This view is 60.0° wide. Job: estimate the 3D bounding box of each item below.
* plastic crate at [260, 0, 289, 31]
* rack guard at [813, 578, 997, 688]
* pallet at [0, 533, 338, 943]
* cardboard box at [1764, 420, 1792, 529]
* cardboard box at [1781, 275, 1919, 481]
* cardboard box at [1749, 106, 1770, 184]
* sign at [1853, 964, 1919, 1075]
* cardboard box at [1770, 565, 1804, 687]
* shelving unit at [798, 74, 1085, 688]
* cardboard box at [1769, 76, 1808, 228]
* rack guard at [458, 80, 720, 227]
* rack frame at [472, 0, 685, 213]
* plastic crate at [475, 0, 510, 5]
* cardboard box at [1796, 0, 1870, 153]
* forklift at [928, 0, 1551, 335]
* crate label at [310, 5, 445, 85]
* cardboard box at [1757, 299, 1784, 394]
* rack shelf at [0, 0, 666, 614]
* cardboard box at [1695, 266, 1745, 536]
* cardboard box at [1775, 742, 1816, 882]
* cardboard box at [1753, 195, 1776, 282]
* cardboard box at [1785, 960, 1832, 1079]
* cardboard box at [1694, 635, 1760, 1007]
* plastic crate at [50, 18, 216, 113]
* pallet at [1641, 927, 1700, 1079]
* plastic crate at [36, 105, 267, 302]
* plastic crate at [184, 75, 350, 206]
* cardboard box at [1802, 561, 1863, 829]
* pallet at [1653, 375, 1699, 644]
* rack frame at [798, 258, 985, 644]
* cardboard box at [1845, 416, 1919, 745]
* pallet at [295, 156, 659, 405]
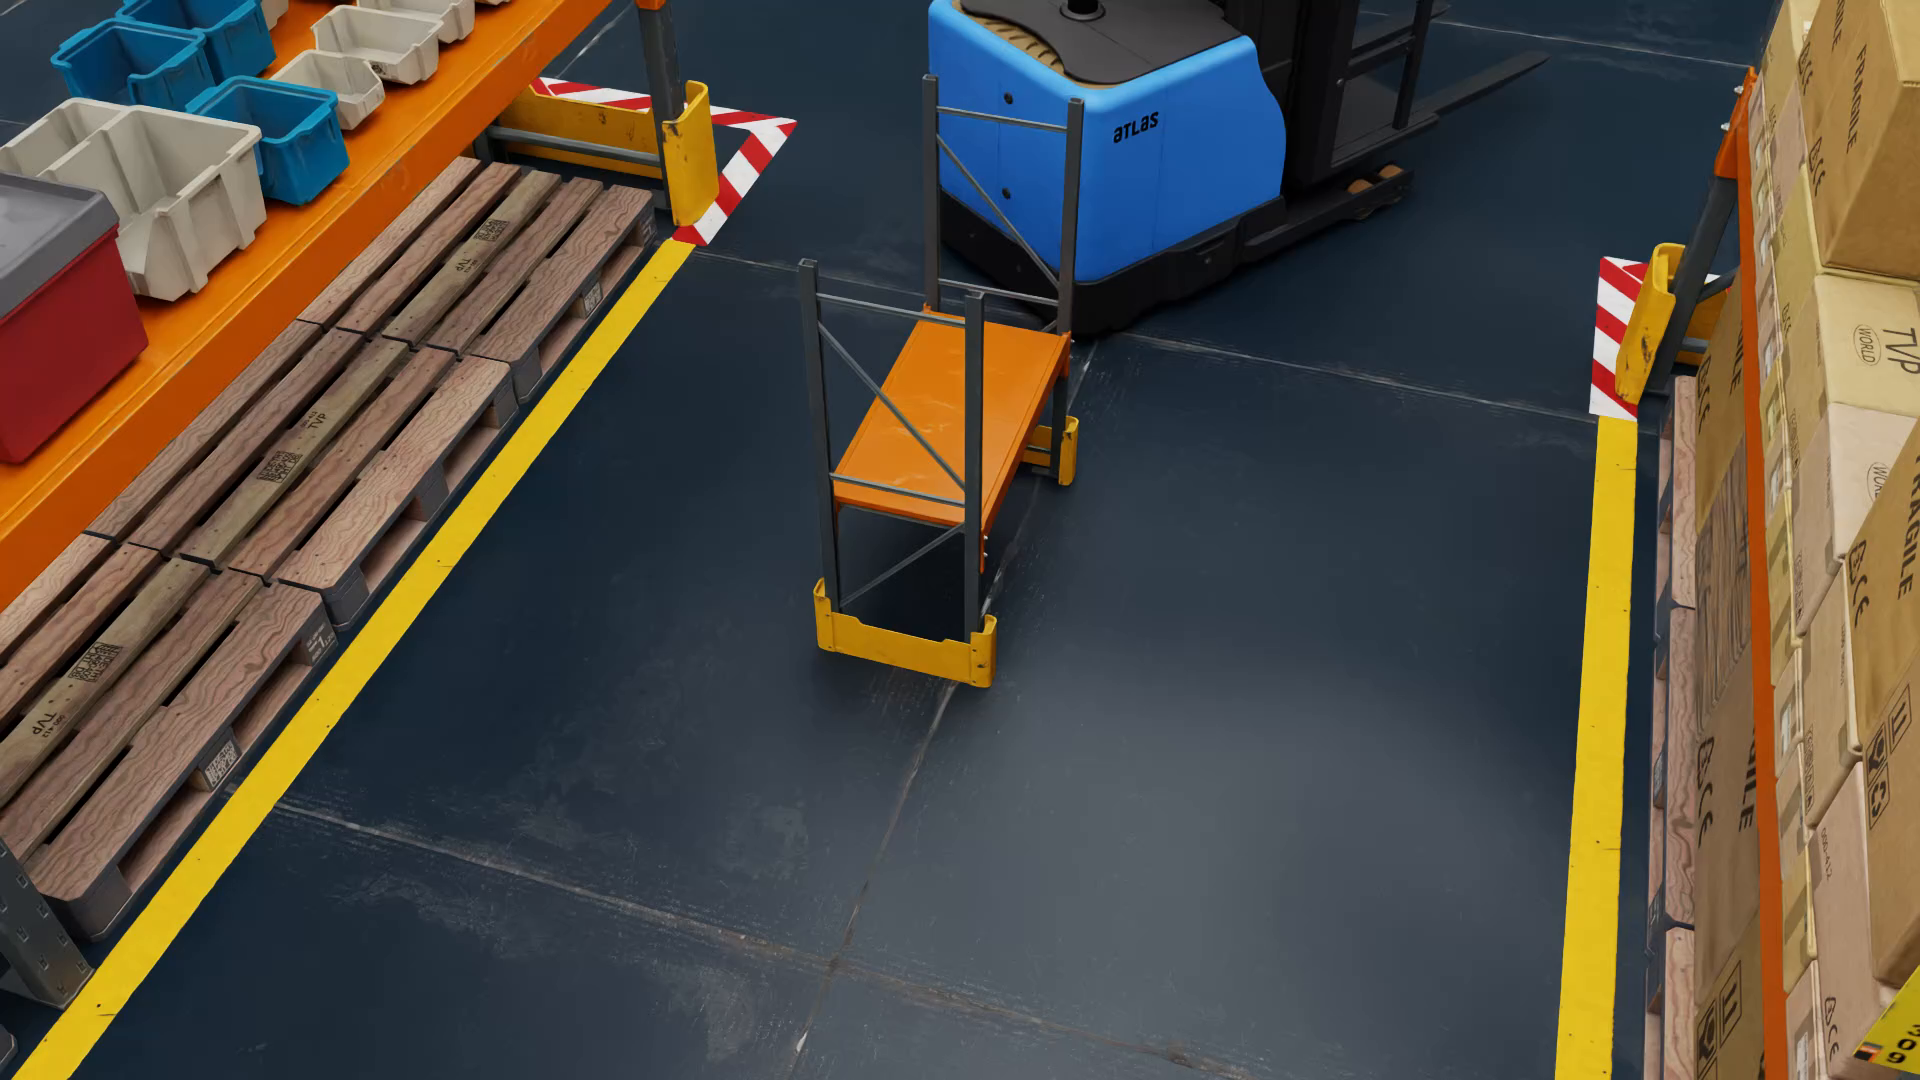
[{"bbox_3d":[-2.414,-1.806,5.596,0.250,0.136,0.298,13,46,13],"label":"plastic crate"},{"bbox_3d":[-0.174,0.293,5.271,0.587,0.250,0.087,13,46,13],"label":"rack guard"},{"bbox_3d":[-2.670,0.543,5.045,1.003,0.211,1.213,13,46,13],"label":"pallet"},{"bbox_3d":[2.112,-0.116,3.903,0.380,0.149,0.250,13,46,13],"label":"cardboard box"},{"bbox_3d":[2.214,-0.332,3.839,0.500,0.250,0.500,12,46,12],"label":"cardboard box"},{"bbox_3d":[2.578,-1.145,4.955,0.380,0.149,0.250,12,46,12],"label":"cardboard box"},{"bbox_3d":[1.336,0.639,2.277,0.100,0.325,0.005,13,46,13],"label":"sign"},{"bbox_3d":[1.956,0.224,3.556,0.380,0.149,0.250,13,46,13],"label":"cardboard box"},{"bbox_3d":[-0.023,-0.485,5.174,0.587,1.500,1.083,13,46,13],"label":"shelving unit"},{"bbox_3d":[2.523,-1.015,4.537,0.500,0.250,0.500,12,46,12],"label":"cardboard box"},{"bbox_3d":[-1.649,-1.747,7.178,1.175,0.500,0.348,13,46,13],"label":"rack guard"},{"bbox_3d":[-1.644,-2.622,6.285,1.000,3.000,0.127,13,46,13],"label":"rack frame"},{"bbox_3d":[-1.718,-1.967,5.761,0.396,0.136,0.243,13,46,13],"label":"plastic crate"},{"bbox_3d":[2.522,-1.298,4.290,0.500,0.500,0.500,12,46,12],"label":"cardboard box"},{"bbox_3d":[1.345,-2.694,6.408,3.031,2.935,1.130,-28,51,-26],"label":"forklift"},{"bbox_3d":[-1.881,-1.586,5.372,0.396,0.136,0.243,13,46,13],"label":"crate label"},{"bbox_3d":[2.267,-0.459,4.254,0.380,0.149,0.250,12,46,12],"label":"cardboard box"},{"bbox_3d":[-2.250,-1.032,5.174,1.077,0.370,4.000,13,46,13],"label":"rack shelf"},{"bbox_3d":[2.959,-0.520,5.356,0.875,0.875,0.875,13,46,13],"label":"cardboard box"},{"bbox_3d":[1.801,0.568,3.205,0.380,0.149,0.250,12,46,12],"label":"cardboard box"},{"bbox_3d":[2.423,-0.800,4.603,0.380,0.149,0.250,12,46,12],"label":"cardboard box"},{"bbox_3d":[1.645,0.910,2.854,0.380,0.149,0.250,13,46,13],"label":"cardboard box"},{"bbox_3d":[2.414,0.680,4.130,0.875,0.875,0.875,13,46,13],"label":"cardboard box"},{"bbox_3d":[-2.522,-1.411,5.124,0.416,0.233,0.300,13,46,13],"label":"plastic crate"},{"bbox_3d":[2.170,1.600,3.964,1.003,0.211,1.213,13,46,13],"label":"pallet"},{"bbox_3d":[-2.217,-0.914,4.581,0.437,0.282,0.530,13,46,13],"label":"plastic crate"},{"bbox_3d":[-2.022,-1.160,4.868,0.416,0.233,0.300,13,46,13],"label":"plastic crate"},{"bbox_3d":[1.903,0.345,3.147,0.500,0.250,0.500,14,46,14],"label":"cardboard box"},{"bbox_3d":[2.909,-0.027,5.626,1.003,0.211,1.213,13,46,13],"label":"pallet"},{"bbox_3d":[-0.180,-0.140,4.821,0.500,1.500,0.032,13,46,13],"label":"rack frame"},{"bbox_3d":[1.905,0.076,2.886,0.500,0.500,0.500,13,46,13],"label":"cardboard box"},{"bbox_3d":[-1.931,-1.084,6.707,1.003,0.211,1.213,13,46,13],"label":"pallet"}]
